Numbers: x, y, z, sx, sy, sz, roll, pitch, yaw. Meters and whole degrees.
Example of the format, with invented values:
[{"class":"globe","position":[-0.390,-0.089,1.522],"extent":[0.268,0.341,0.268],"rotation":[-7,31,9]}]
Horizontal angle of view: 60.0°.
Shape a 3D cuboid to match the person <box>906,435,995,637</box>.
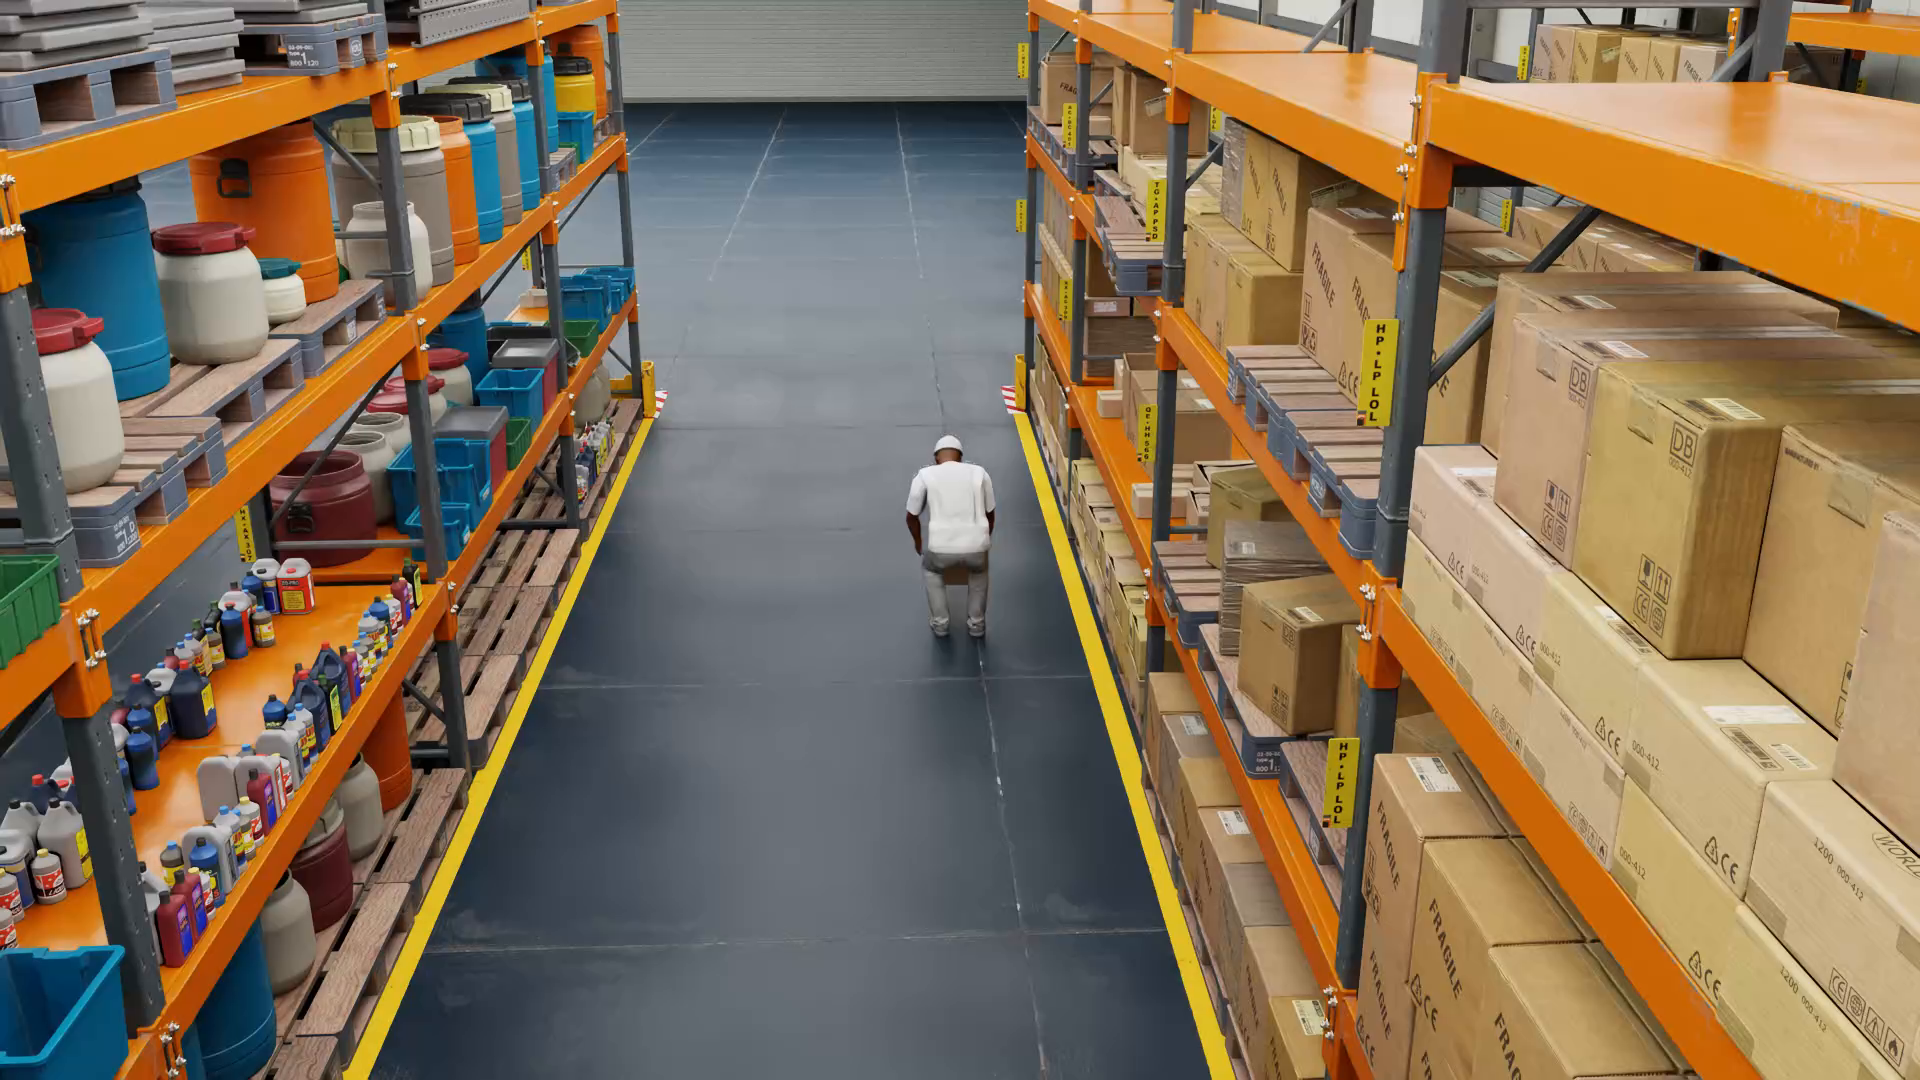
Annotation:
[{"class":"person","position":[-0.060,-0.010,11.678],"extent":[0.631,1.346,0.790],"rotation":[-1,20,-3]}]
